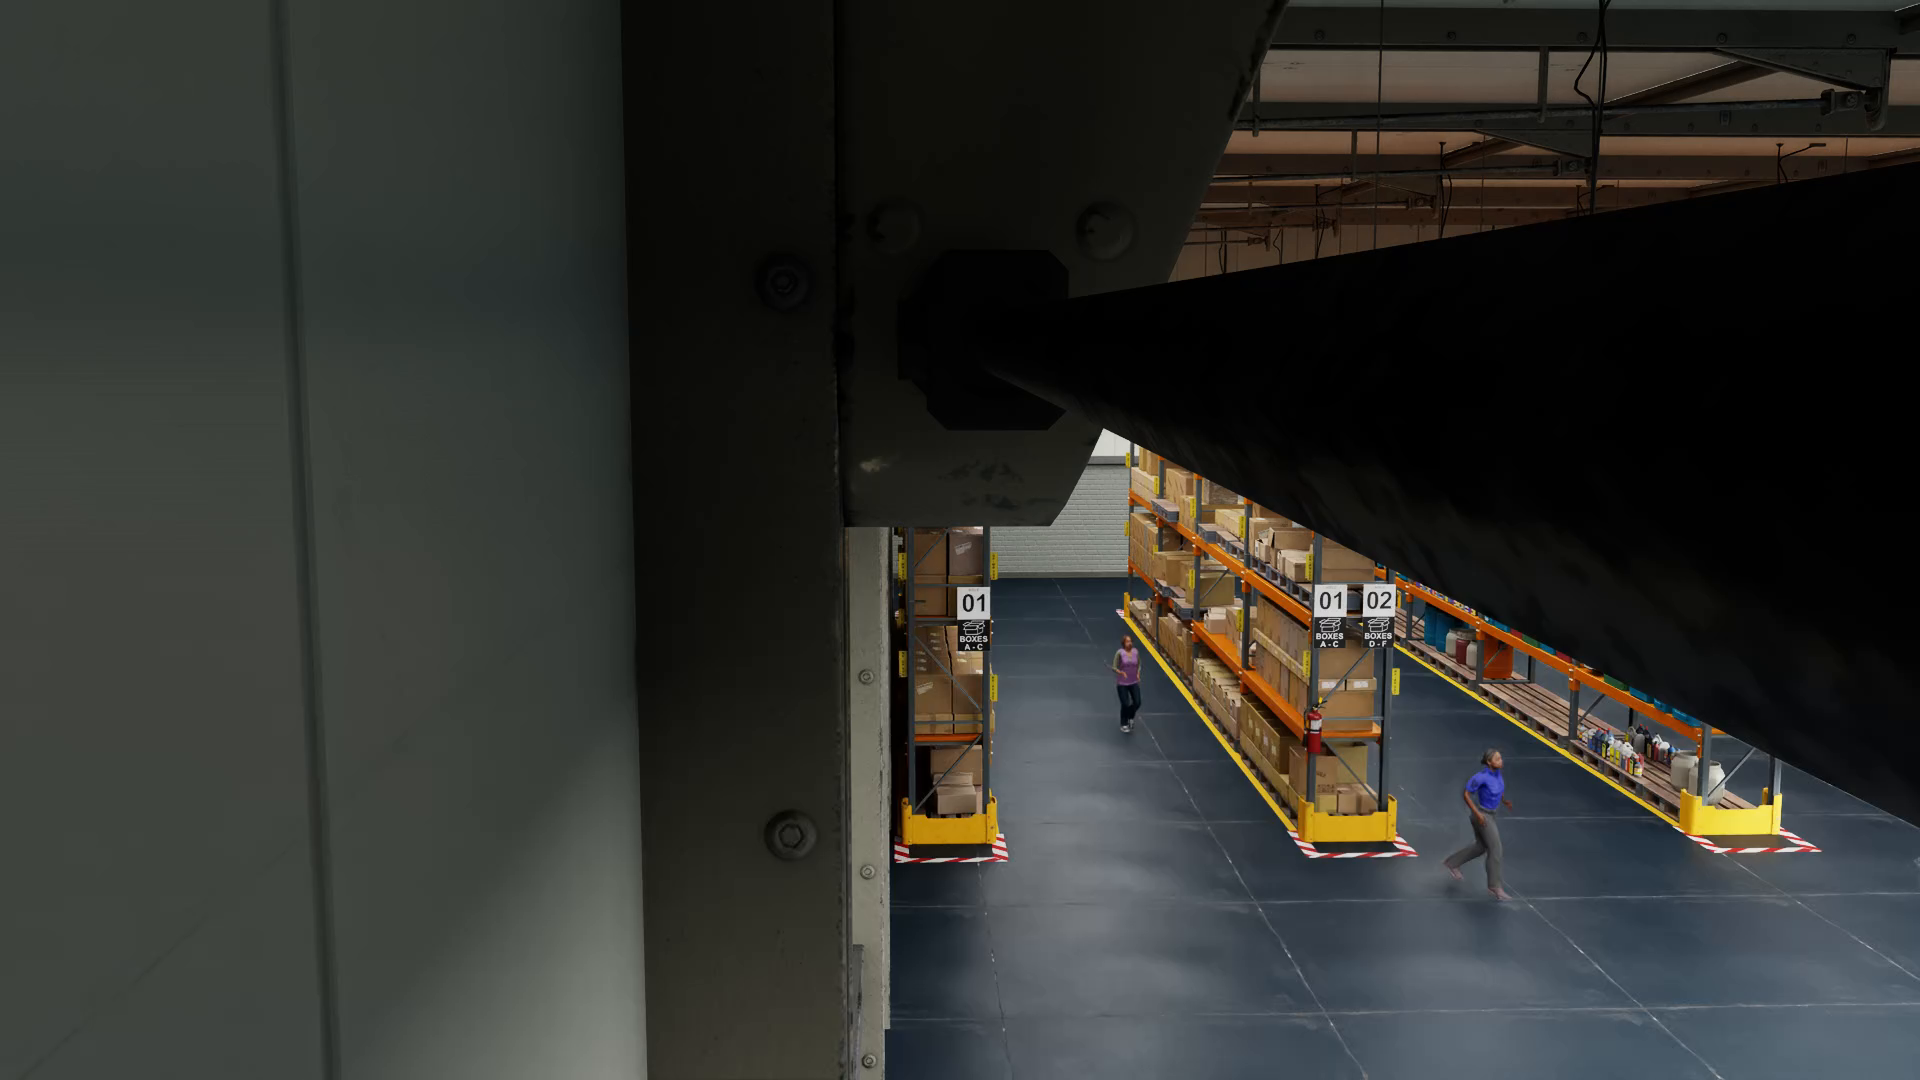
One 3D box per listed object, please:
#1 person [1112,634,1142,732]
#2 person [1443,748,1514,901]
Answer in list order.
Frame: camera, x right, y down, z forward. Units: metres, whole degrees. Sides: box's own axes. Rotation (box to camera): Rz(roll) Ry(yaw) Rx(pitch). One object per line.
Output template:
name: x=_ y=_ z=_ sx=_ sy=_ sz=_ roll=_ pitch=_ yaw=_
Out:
person: x=2.630 y=2.252 z=25.872 sx=0.518 sy=1.544 sz=0.548 roll=-1 pitch=7 yaw=-11
person: x=5.831 y=3.134 z=18.639 sx=0.824 sy=1.683 sz=0.578 roll=5 pitch=9 yaw=36
